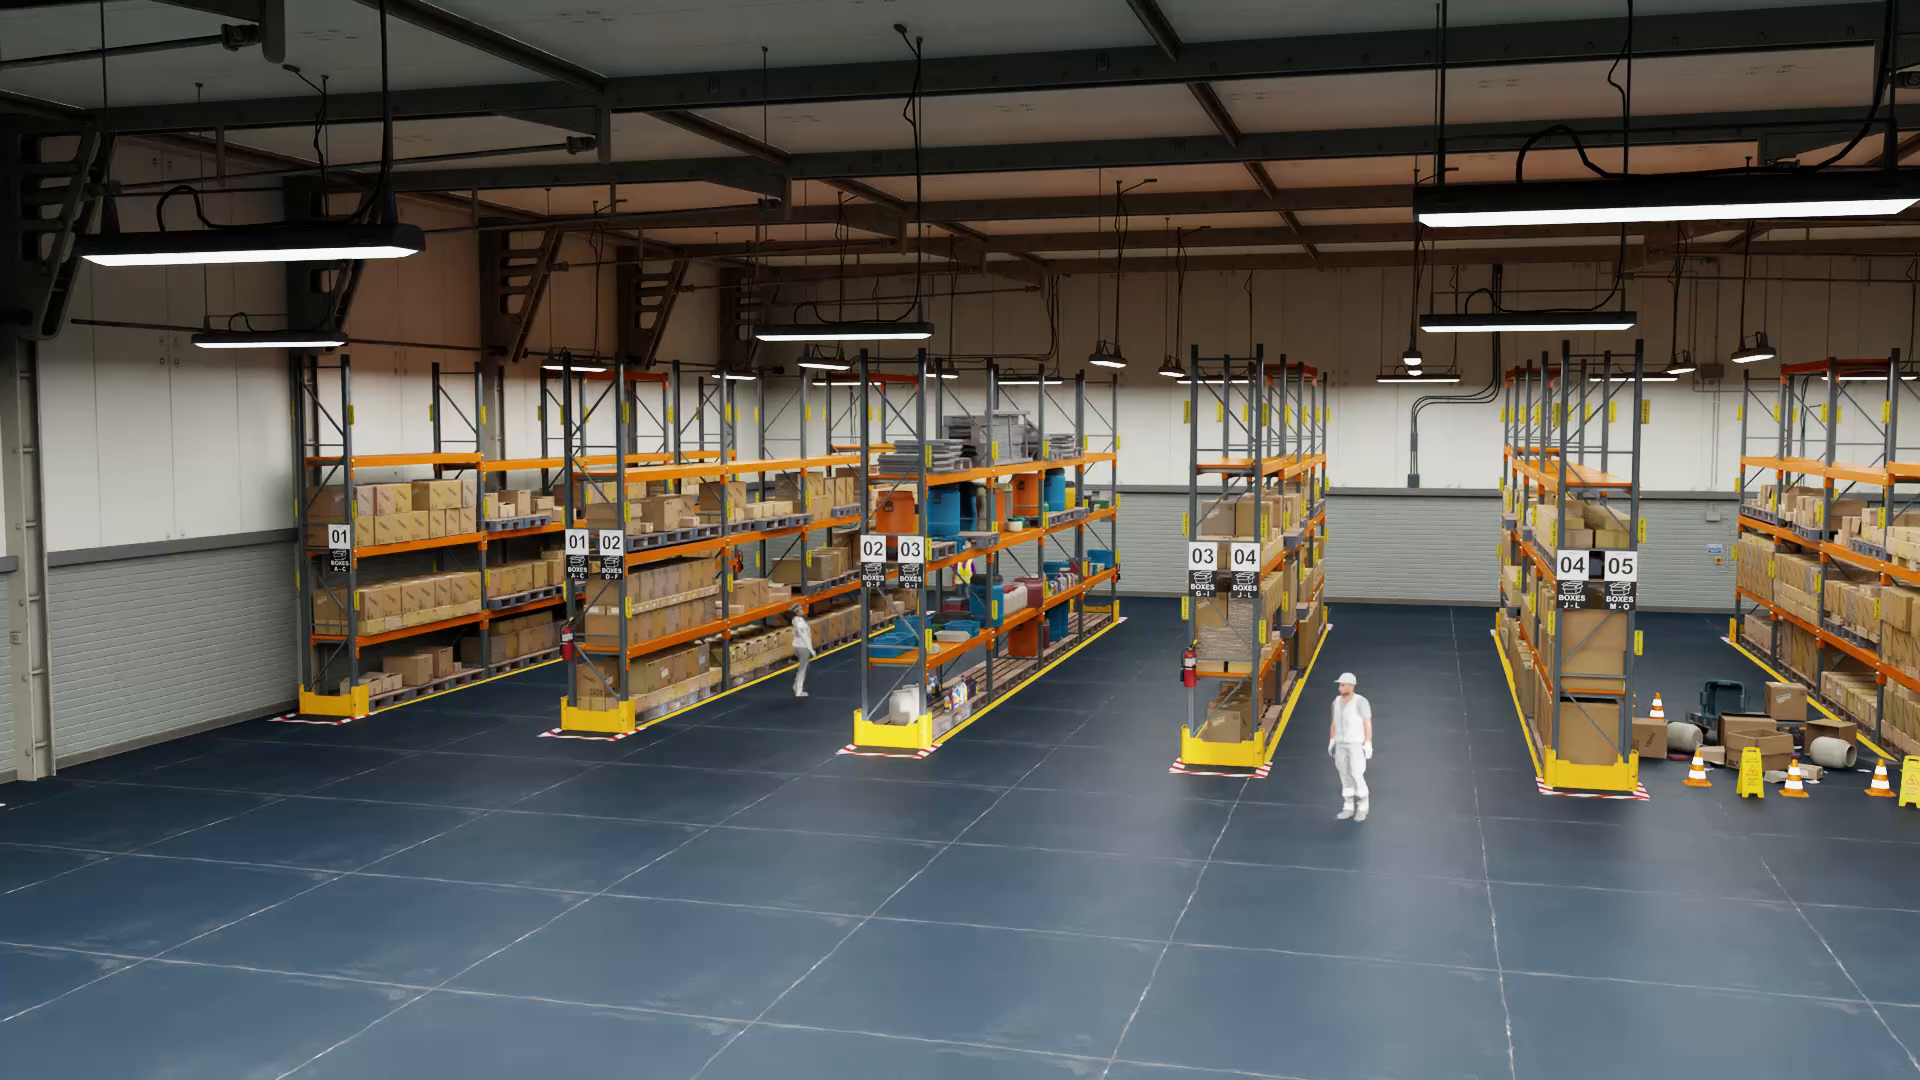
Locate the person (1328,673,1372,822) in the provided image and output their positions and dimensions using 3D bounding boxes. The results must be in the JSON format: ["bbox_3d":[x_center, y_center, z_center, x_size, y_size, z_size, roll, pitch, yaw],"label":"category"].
[{"bbox_3d":[4.826,2.563,20.665,0.388,1.817,0.602,-4,6,-40],"label":"person"}]

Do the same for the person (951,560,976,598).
[{"bbox_3d":[0.115,1.073,40.785,0.652,1.714,1.002,0,4,-2],"label":"person"}]

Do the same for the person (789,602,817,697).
[{"bbox_3d":[-2.783,1.936,29.404,0.486,1.704,0.524,-3,6,-39],"label":"person"}]
